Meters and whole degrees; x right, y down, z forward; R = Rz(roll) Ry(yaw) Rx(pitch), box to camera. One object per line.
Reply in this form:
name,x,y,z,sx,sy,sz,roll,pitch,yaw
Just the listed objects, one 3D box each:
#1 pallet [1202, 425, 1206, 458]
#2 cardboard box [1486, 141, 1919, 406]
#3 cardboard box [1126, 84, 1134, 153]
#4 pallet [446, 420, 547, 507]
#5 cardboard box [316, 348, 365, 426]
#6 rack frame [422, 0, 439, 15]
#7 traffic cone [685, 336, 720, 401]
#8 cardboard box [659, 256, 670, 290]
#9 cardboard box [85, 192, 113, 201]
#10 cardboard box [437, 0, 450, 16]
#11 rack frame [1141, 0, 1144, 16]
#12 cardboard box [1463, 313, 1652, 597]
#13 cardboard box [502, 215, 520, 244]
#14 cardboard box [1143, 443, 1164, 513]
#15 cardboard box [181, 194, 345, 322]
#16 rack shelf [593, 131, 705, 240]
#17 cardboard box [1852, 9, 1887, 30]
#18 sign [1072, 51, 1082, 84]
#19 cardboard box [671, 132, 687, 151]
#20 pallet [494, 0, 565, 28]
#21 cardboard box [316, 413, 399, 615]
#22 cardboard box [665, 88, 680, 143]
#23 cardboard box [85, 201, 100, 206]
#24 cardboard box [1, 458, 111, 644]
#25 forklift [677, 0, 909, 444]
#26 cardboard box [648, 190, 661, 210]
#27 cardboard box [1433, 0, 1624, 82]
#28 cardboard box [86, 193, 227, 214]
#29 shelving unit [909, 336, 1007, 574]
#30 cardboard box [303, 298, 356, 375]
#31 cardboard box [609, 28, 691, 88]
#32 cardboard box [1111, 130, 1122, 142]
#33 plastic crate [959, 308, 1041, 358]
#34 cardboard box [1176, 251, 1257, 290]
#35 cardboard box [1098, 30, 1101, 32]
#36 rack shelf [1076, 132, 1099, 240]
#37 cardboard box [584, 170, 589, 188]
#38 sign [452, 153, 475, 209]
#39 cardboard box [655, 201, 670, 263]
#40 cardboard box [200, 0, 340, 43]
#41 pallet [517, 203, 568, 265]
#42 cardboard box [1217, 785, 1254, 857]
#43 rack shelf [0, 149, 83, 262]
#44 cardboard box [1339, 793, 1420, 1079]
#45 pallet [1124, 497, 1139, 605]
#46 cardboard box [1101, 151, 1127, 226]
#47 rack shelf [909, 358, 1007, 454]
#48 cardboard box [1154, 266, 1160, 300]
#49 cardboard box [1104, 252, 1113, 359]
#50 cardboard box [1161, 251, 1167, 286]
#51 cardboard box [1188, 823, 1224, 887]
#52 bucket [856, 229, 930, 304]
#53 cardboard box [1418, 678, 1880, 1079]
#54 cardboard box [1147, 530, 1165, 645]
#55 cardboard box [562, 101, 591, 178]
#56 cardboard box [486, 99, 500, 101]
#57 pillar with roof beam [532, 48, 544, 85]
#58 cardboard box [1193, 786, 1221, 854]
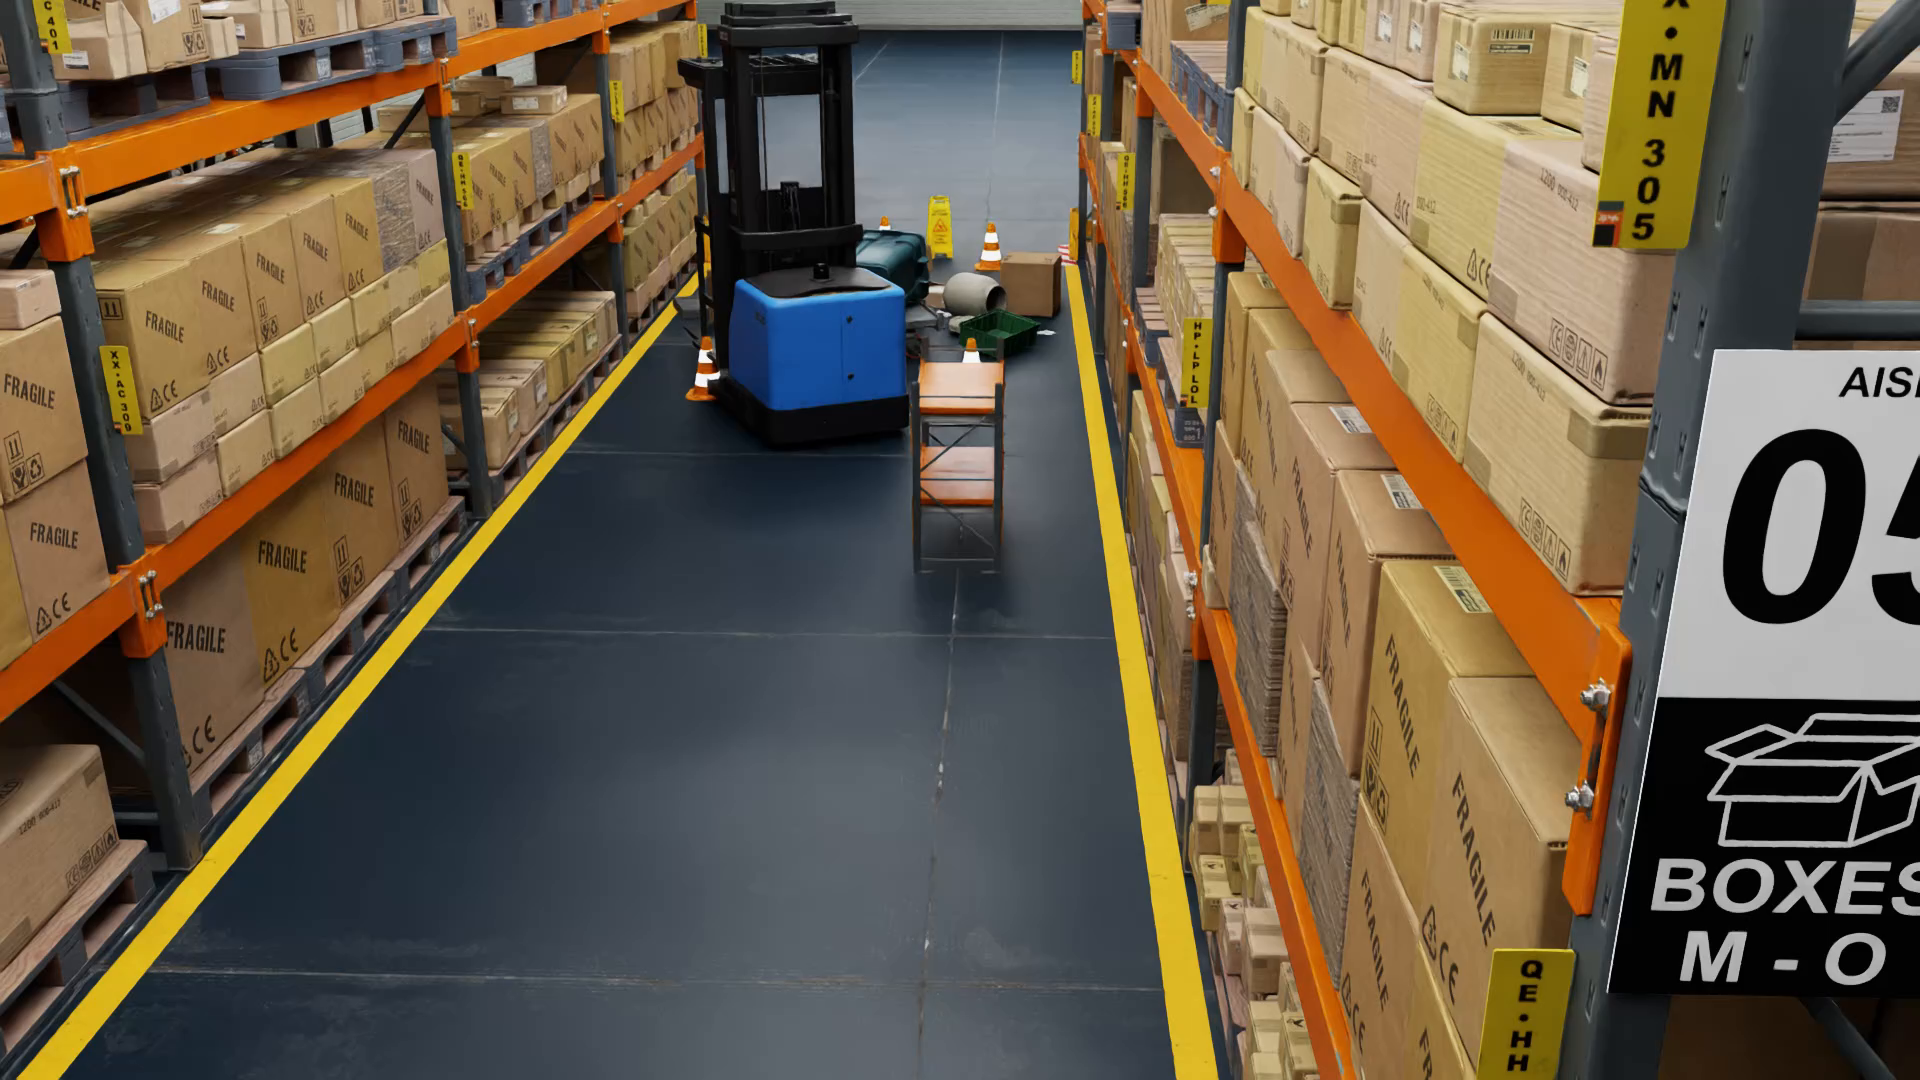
pallet,1.562,-0.268,6.837,1.003,0.211,1.213,1,21,2
cardboard box,1.031,-0.367,2.197,0.500,0.250,0.500,0,21,0
cardboard box,1.613,-3.122,12.408,0.700,0.500,0.500,0,21,1
pallet,-3.411,-0.529,11.100,1.003,0.211,1.213,1,21,2
cardboard box,-3.211,-0.739,7.995,0.500,0.250,0.500,0,21,1
rack frame,-3.436,-4.343,8.783,1.000,3.000,0.127,1,21,2
traffic cone,-1.953,-1.346,12.859,0.336,0.463,0.334,1,21,2
cardboard box,-3.008,-2.502,15.551,0.500,0.250,0.500,0,21,1
cardboard box,-8.418,-3.154,15.849,0.500,0.250,0.500,0,21,1
cardboard box,-3.249,-3.087,9.876,0.396,0.266,0.258,1,21,2
rack frame,1.515,-4.325,8.737,1.000,3.000,0.127,1,21,2
cardboard box,1.021,-0.132,2.283,0.500,0.250,0.500,0,21,0
cardboard box,-3.115,-2.040,10.907,0.380,0.149,0.250,1,21,2
cardboard box,1.208,-0.300,8.493,0.500,0.250,0.500,1,21,2
cardboard box,-3.242,-1.321,7.767,0.500,0.500,0.500,0,21,1
rack shelf,-3.254,-3.380,15.589,1.077,0.370,4.000,1,21,2
cardboard box,1.624,-0.775,2.699,0.380,0.149,0.250,1,21,2
sign,1.203,-4.870,17.127,0.100,0.325,0.005,1,21,2
cardboard box,-2.894,-3.906,16.295,0.380,0.149,0.250,1,21,3
pallet,-3.468,-3.707,11.548,1.213,0.211,1.003,1,21,2
cardboard box,-3.572,-0.180,8.704,0.875,0.875,0.875,1,21,2
cardboard box,-2.973,-4.063,15.805,0.500,0.500,0.500,1,21,1
cardboard box,-7.918,-2.962,15.355,0.500,0.250,0.500,1,21,3
cardboard box,-3.317,0.024,5.683,0.500,0.500,0.500,1,21,2
forklift,-1.424,-2.531,12.501,1.130,2.935,3.031,-9,23,-22
cardboard box,-2.944,-3.097,15.151,0.380,0.149,0.250,2,21,5
cardboard box,1.068,-0.875,2.957,0.380,0.149,0.250,0,21,0
cardboard box,-3.751,-1.335,7.802,0.500,0.500,0.500,1,21,2
shelving unit,0.000,-0.522,9.819,0.538,1.125,1.048,1,21,2
cardboard box,-3.220,-0.973,7.907,0.500,0.250,0.500,0,21,0
cardboard box,-2.926,-4.535,15.638,0.700,0.500,0.500,0,21,1
cardboard box,1.635,-3.178,13.866,0.875,0.550,0.550,1,21,2
plastic crate,0.332,-1.768,14.246,0.450,0.188,0.662,23,29,25
cardboard box,1.274,-1.340,8.280,0.380,0.149,0.250,2,21,4
cardboard box,1.783,-4.661,16.194,0.875,0.550,0.550,1,21,2
rack shelf,1.697,-3.363,15.543,1.077,0.370,4.000,1,21,2
cardboard box,-3.080,-2.787,12.832,0.380,0.149,0.250,0,21,0
sign,-2.881,-2.081,9.646,0.100,0.325,0.005,1,21,2
cardboard box,-3.005,-2.848,15.405,0.500,0.500,0.500,2,21,4
cardboard box,-3.200,-2.547,7.581,0.500,0.500,0.500,1,21,2
pallet,-3.417,-2.173,11.748,1.003,0.211,1.213,1,21,2
cardboard box,1.108,0.995,5.856,0.380,0.149,0.250,2,21,4
rack shelf,-3.619,-0.440,3.864,1.077,0.370,4.000,1,21,2
cardboard box,1.048,0.827,3.201,0.500,0.500,0.500,0,21,1
pallet,1.489,0.054,9.598,1.003,0.211,1.213,1,21,2
cardboard box,1.337,-2.652,12.578,0.500,0.500,0.500,1,21,2
rack shelf,0.000,-0.795,9.713,0.538,0.278,1.000,1,21,2
cardboard box,1.299,-1.448,9.380,0.380,0.149,0.250,0,21,1
cardboard box,1.707,-1.896,13.299,1.050,0.750,0.750,1,21,1
cardboard box,1.293,-1.475,9.040,0.380,0.149,0.250,2,21,4
cardboard box,1.061,1.179,6.204,0.380,0.149,0.250,0,21,-1
bucket,-0.664,-2.232,14.058,0.726,0.611,0.620,8,33,20
cardboard box,1.037,0.544,2.548,0.500,0.500,0.500,0,21,1
cardboard box,1.199,0.246,8.123,0.500,0.500,0.500,0,21,0
cardboard box,-3.113,-3.025,12.548,0.500,0.500,0.500,1,21,2
cardboard box,-3.616,-3.207,13.019,0.500,0.500,0.500,1,21,3
pillar with roof beam,-4.226,-13.508,32.403,9.100,9.000,0.400,1,21,2
cardboard box,1.062,1.040,6.151,0.380,0.149,0.250,2,21,4
